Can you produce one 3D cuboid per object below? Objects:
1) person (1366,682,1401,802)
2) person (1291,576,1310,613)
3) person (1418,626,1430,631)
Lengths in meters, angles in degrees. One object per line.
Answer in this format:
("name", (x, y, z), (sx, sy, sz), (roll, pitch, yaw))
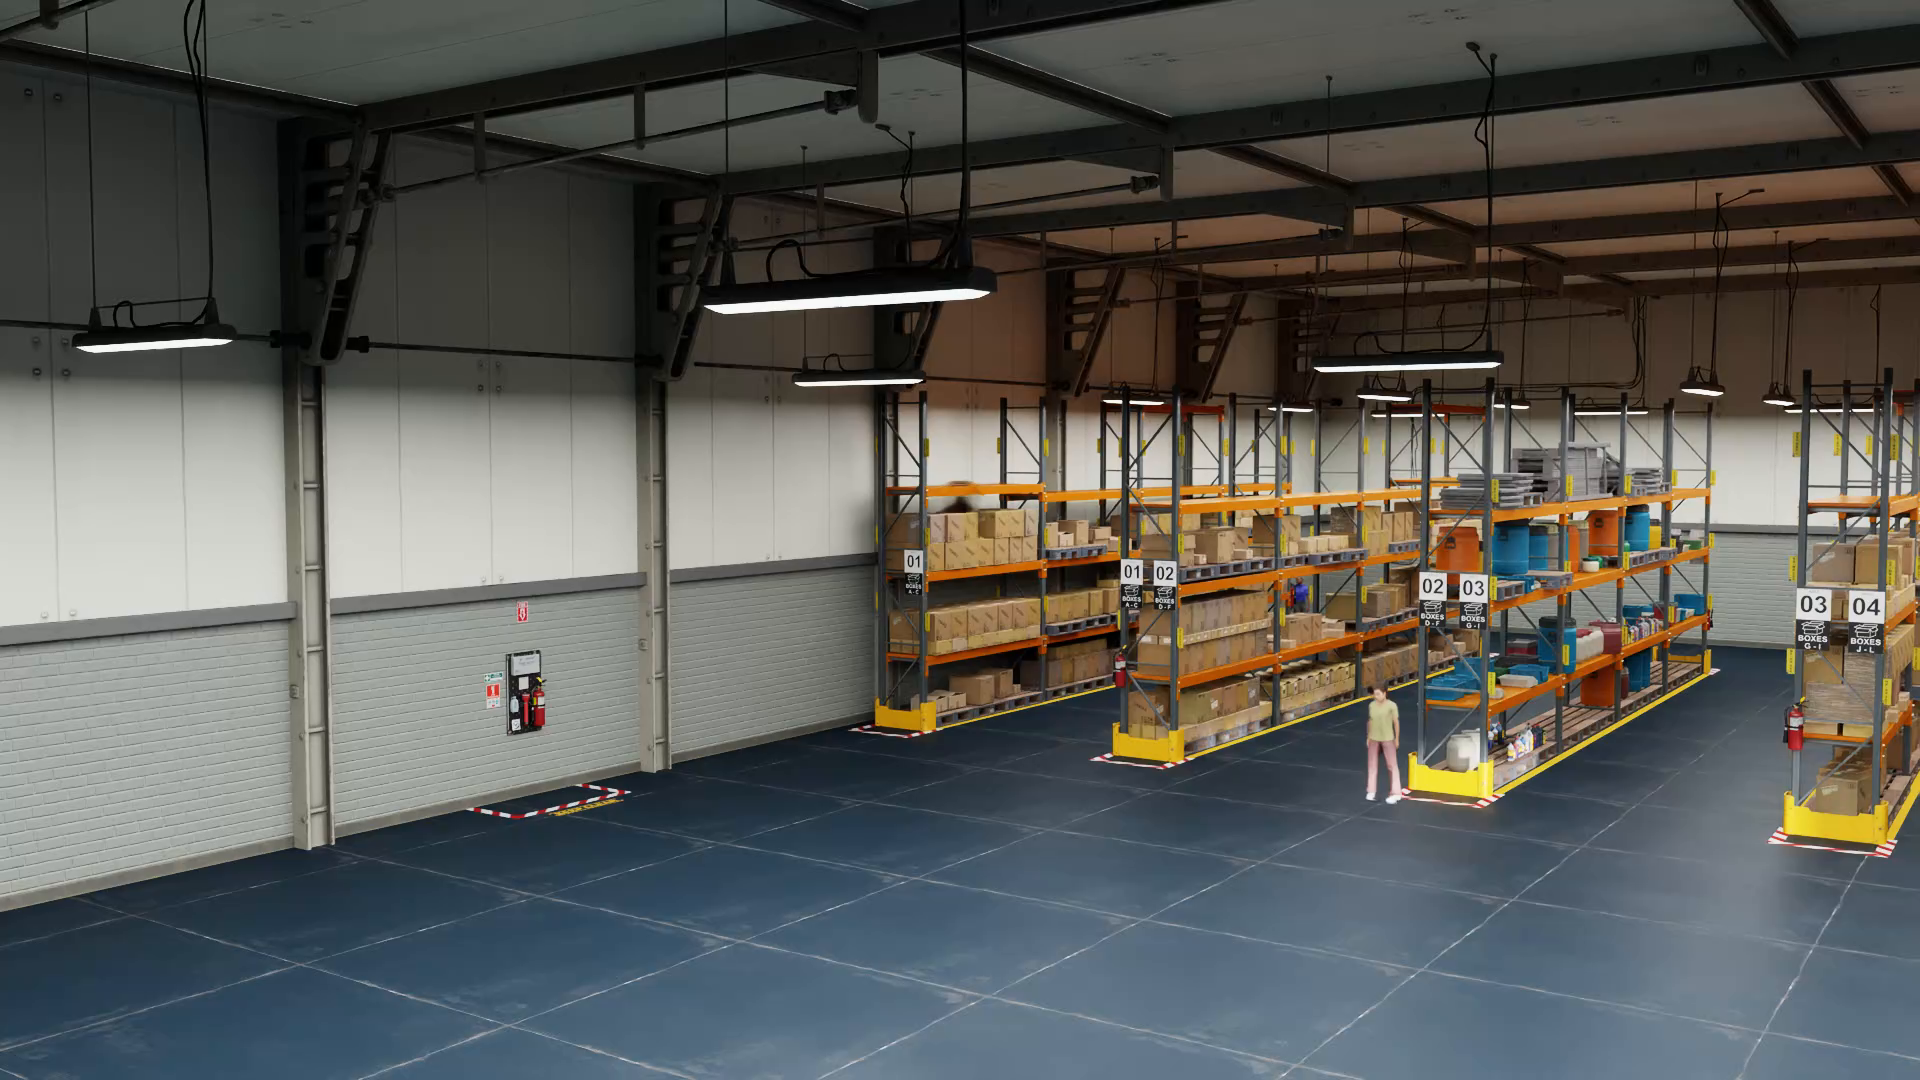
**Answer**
("person", (5.979, 2.851, 23.571), (0.522, 1.674, 0.403), (2, 4, 38))
("person", (8.908, 1.751, 43.586), (0.502, 1.664, 0.369), (0, 3, 4))
("person", (12.258, 1.708, 43.904), (0.583, 1.729, 0.440), (1, 3, 10))
